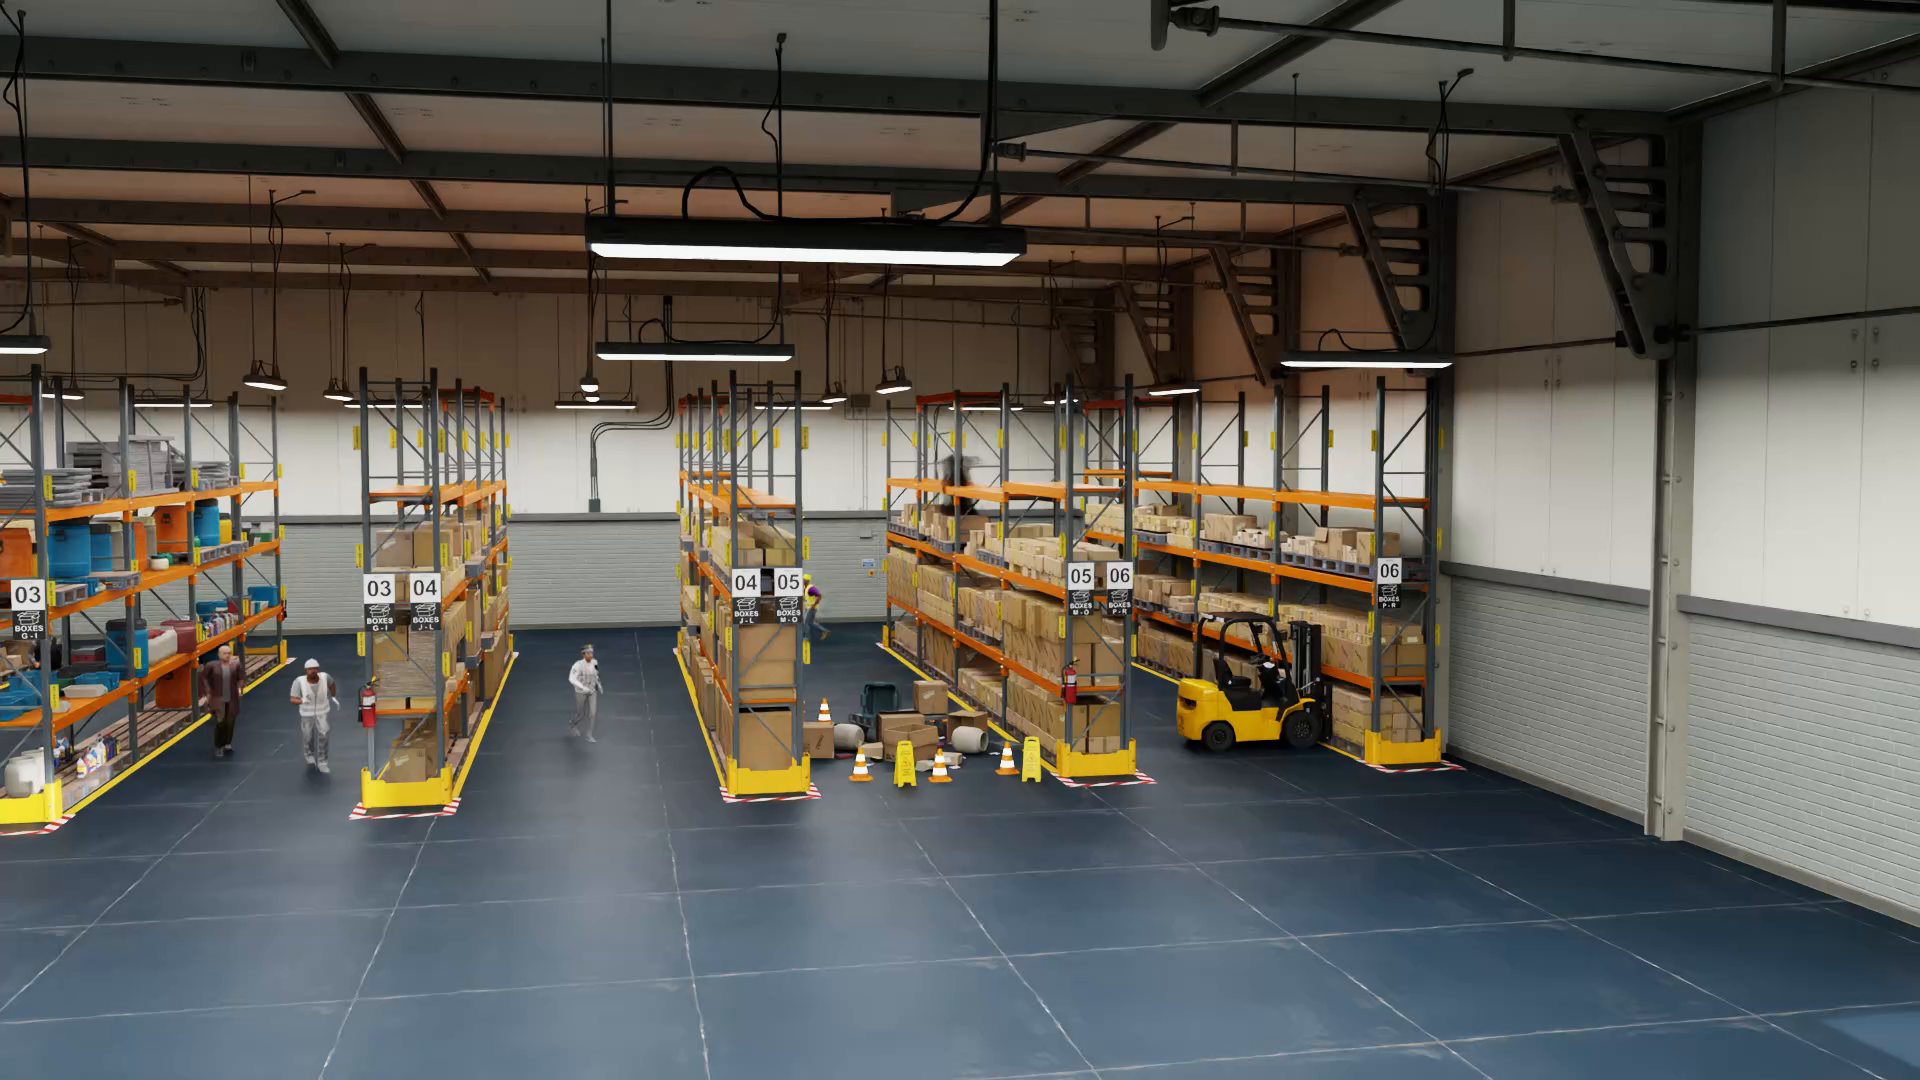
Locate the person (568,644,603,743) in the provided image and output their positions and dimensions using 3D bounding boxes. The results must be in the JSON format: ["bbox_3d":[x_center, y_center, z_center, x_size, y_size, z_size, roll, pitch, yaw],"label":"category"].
[{"bbox_3d":[-6.288,2.536,27.740,0.607,1.651,0.794,-3,4,-38],"label":"person"}]

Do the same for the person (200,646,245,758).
[{"bbox_3d":[-11.680,2.579,26.403,0.626,1.825,0.863,-3,4,-37],"label":"person"}]

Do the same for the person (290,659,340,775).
[{"bbox_3d":[-9.727,2.577,25.089,0.703,1.610,0.934,-1,4,-23],"label":"person"}]

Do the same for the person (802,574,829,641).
[{"bbox_3d":[-3.630,1.697,41.175,0.846,1.721,0.695,-2,4,-26],"label":"person"}]

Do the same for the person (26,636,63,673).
[{"bbox_3d":[-16.659,2.372,30.350,0.654,1.673,0.756,-1,4,-23],"label":"person"}]
